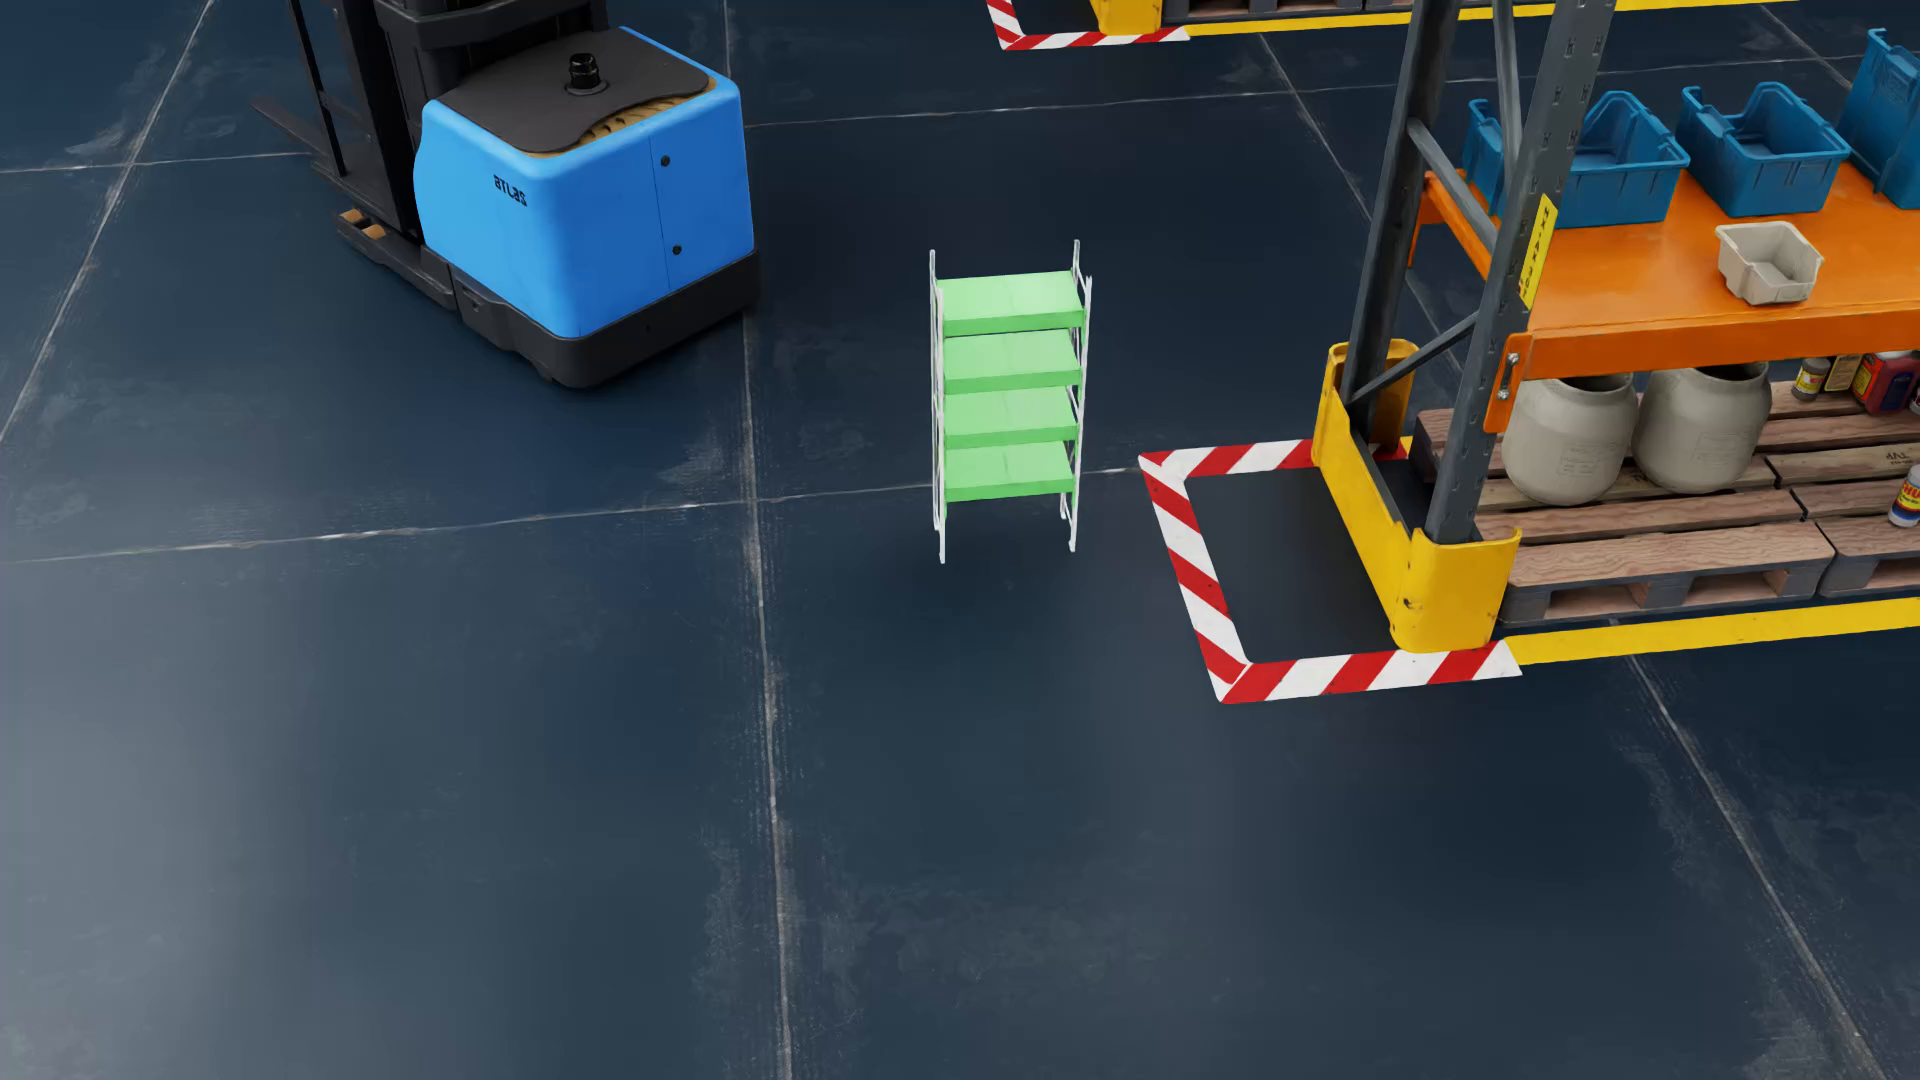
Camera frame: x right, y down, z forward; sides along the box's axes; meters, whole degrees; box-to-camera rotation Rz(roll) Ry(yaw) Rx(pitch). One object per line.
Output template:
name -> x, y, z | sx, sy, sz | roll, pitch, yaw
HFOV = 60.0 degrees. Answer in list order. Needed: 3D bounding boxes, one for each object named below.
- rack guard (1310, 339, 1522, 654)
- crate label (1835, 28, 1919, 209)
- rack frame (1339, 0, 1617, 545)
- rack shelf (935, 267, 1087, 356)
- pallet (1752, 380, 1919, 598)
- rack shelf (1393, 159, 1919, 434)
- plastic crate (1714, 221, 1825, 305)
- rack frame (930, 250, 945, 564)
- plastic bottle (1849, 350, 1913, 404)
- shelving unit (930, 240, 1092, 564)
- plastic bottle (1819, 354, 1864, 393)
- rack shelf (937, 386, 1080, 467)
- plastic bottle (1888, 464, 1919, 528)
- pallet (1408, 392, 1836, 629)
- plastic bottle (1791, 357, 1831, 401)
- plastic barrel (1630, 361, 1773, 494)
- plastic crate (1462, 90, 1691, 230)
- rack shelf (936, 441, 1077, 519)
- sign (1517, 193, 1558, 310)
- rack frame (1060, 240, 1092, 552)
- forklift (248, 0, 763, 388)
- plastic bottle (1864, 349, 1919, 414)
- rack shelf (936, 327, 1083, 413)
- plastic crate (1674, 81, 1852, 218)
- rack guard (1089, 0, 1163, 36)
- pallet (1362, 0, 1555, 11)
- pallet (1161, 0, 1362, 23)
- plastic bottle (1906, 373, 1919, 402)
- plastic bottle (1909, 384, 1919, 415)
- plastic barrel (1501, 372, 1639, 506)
rack guard -> 1.635, -0.186, 6.083 | 0.348, 0.500, 1.175 | -5, 42, -6
crate label -> 3.355, -1.429, 5.568 | 0.616, 0.435, 0.502 | -5, 42, -6
rack frame -> 1.565, -1.077, 5.204 | 0.127, 3.000, 1.000 | -5, 42, -6
rack shelf -> 0.164, -0.769, 5.585 | 0.480, 0.148, 0.258 | -5, 42, -6
pallet -> 3.648, -0.250, 6.369 | 1.213, 0.211, 1.003 | -5, 42, -6
rack shelf -> 3.549, -0.983, 5.637 | 4.000, 0.370, 1.077 | -5, 42, -6
plastic crate -> 2.494, -0.843, 5.142 | 0.250, 0.136, 0.298 | -5, 42, -6
rack frame -> -0.078, -0.439, 5.841 | 0.015, 1.200, 0.240 | -5, 42, -6
plastic bottle -> 3.583, -0.683, 6.473 | 0.135, 0.276, 0.152 | -5, 42, -5
shelving unit -> 0.164, -0.460, 5.864 | 0.503, 1.200, 0.258 | -5, 42, -6
plastic bottle -> 3.443, -0.704, 6.491 | 0.133, 0.283, 0.061 | -4, 42, -4
rack shelf -> 0.164, -0.412, 5.907 | 0.480, 0.148, 0.258 | -5, 42, -6
plastic bottle -> 3.404, -0.177, 5.916 | 0.097, 0.271, 0.097 | 0, 42, 0
pallet -> 2.441, -0.146, 6.254 | 1.213, 0.211, 1.003 | -5, 42, -6
plastic bottle -> 3.330, -0.651, 6.493 | 0.097, 0.201, 0.097 | 0, 42, 0
plastic barrel -> 2.705, -0.460, 6.064 | 0.421, 0.512, 0.421 | 0, 42, 0
plastic crate -> 2.023, -1.264, 5.522 | 0.616, 0.251, 0.499 | -5, 42, -6
rack shelf -> 0.164, -0.234, 6.068 | 0.480, 0.148, 0.258 | -5, 42, -6
sign -> 1.632, -0.814, 4.706 | 0.005, 0.325, 0.100 | -5, 42, -6
rack frame -> 0.406, -0.481, 5.888 | 0.015, 1.200, 0.240 | -5, 42, -6
forklift -> -2.275, -2.591, 6.934 | 3.031, 2.935, 1.130 | 33, 52, 31
plastic bottle -> 3.597, -0.615, 6.392 | 0.133, 0.283, 0.061 | -5, 42, -6
rack shelf -> 0.164, -0.591, 5.746 | 0.480, 0.148, 0.258 | -5, 42, -6
plastic crate -> 2.668, -1.316, 5.581 | 0.408, 0.251, 0.499 | -5, 42, -6
rack guard -> 0.903, -3.436, 9.686 | 0.348, 0.500, 1.175 | -5, 42, -6
pallet -> 2.887, -3.529, 10.005 | 1.213, 0.211, 1.003 | -5, 42, -6
pallet -> 1.680, -3.425, 9.890 | 1.213, 0.211, 1.003 | -5, 42, -6
plastic bottle -> 3.721, -0.695, 6.486 | 0.135, 0.276, 0.152 | -6, 42, -7
plastic bottle -> 3.755, -0.586, 6.421 | 0.097, 0.201, 0.097 | 0, 42, 0
plastic barrel -> 2.208, -0.417, 6.016 | 0.421, 0.512, 0.421 | 0, 42, 0
